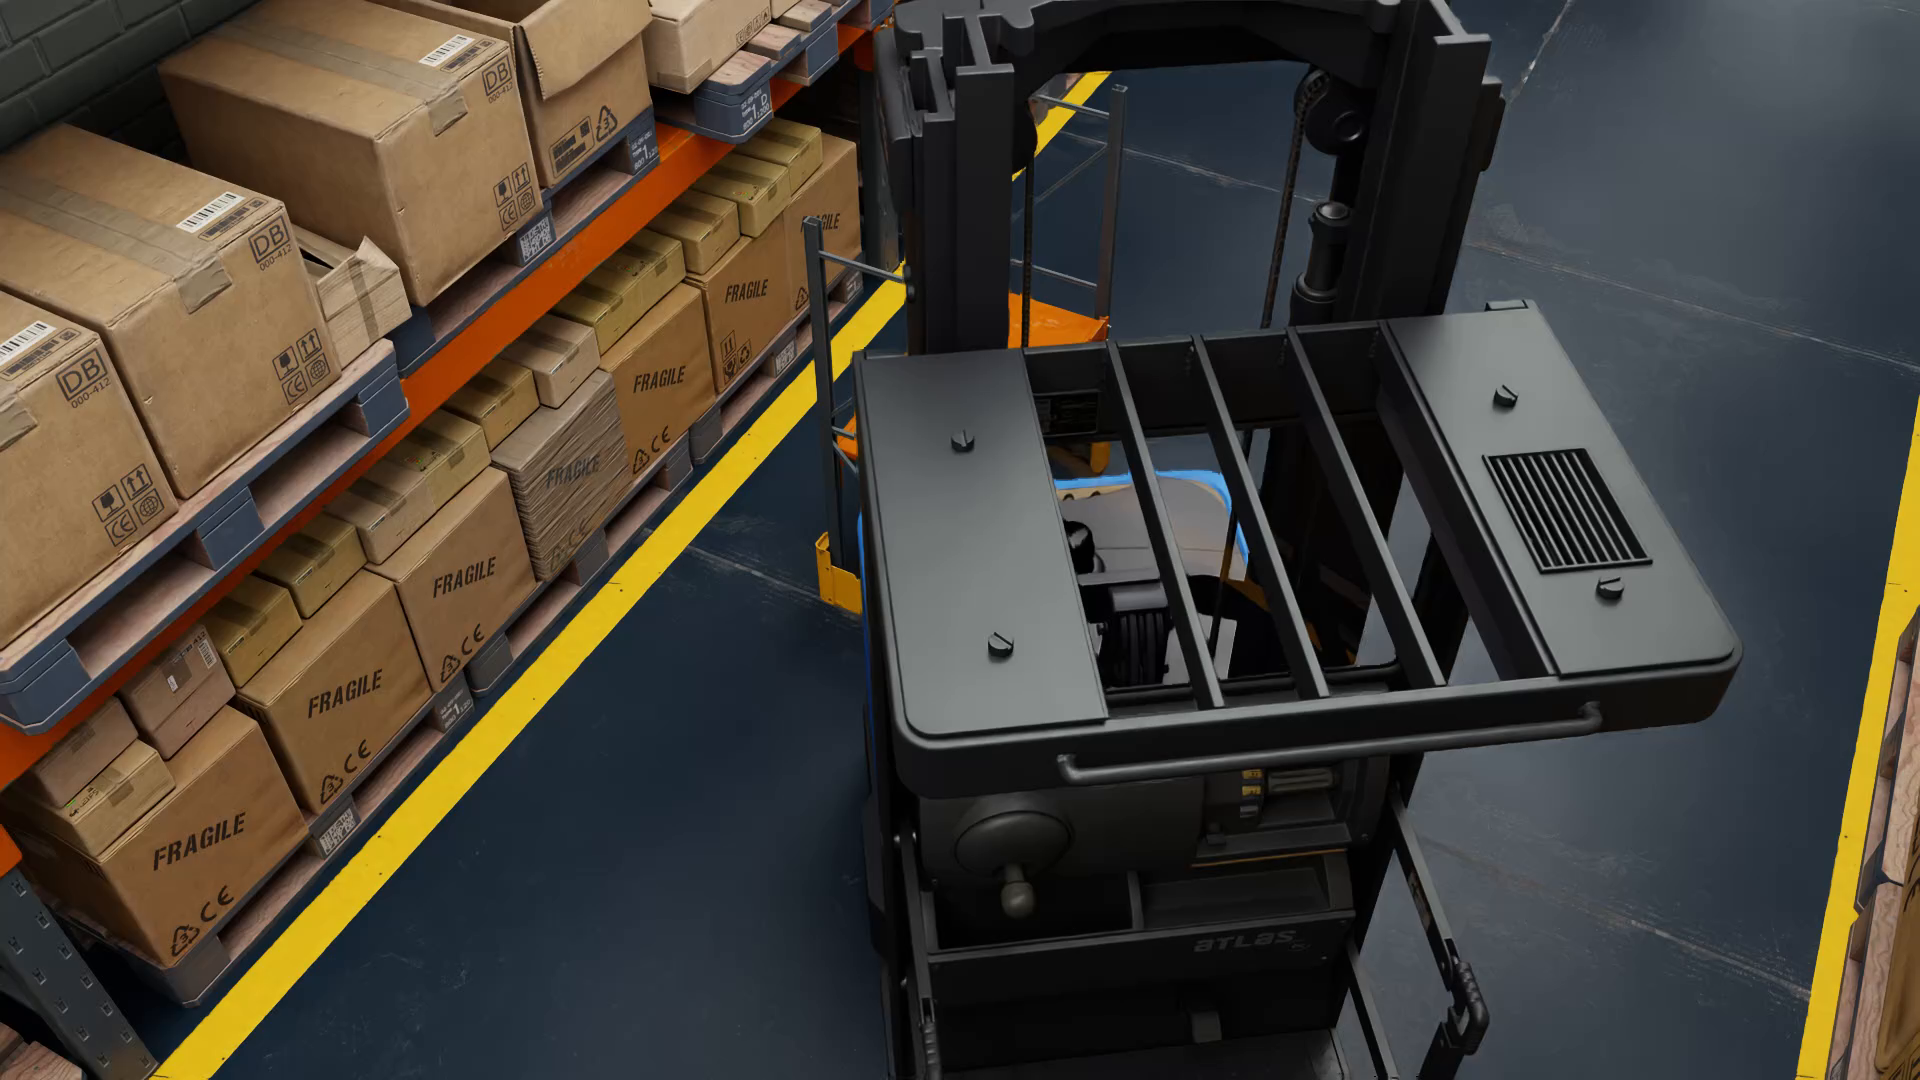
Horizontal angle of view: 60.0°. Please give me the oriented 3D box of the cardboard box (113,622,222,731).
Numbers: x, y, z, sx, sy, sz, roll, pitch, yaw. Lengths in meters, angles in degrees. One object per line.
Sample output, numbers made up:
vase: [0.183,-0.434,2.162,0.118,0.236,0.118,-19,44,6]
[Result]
cardboard box: [-2.097,0.286,4.155,0.380,0.149,0.250,18,48,17]

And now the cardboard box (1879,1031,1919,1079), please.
cardboard box: [2.450,1.452,3.404,0.875,0.875,0.875,22,49,20]

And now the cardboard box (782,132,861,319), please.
cardboard box: [-0.726,-1.246,6.335,0.500,0.500,0.500,22,49,20]

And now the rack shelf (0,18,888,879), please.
rack shelf: [-1.649,-0.802,4.939,1.077,0.370,4.000,20,49,19]

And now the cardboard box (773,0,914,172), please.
cardboard box: [-0.419,-2.016,7.008,0.875,0.625,0.625,22,49,20]

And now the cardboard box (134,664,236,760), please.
cardboard box: [-2.115,0.370,4.281,0.380,0.149,0.250,19,48,18]

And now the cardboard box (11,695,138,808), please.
cardboard box: [-2.229,0.445,3.998,0.380,0.149,0.250,20,49,18]

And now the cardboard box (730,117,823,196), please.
cardboard box: [-0.725,-1.417,6.048,0.380,0.149,0.250,18,48,17]

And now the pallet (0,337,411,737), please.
pallet: [-2.110,-0.195,3.968,1.003,0.211,1.213,20,49,19]

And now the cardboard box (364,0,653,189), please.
cardboard box: [-1.314,-1.409,4.666,0.797,0.503,0.637,19,48,18]

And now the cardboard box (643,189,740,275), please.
cardboard box: [-0.986,-1.083,5.718,0.380,0.149,0.250,19,48,18]

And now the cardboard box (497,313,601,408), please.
cardboard box: [-1.366,-0.591,5.231,0.380,0.149,0.250,18,48,17]

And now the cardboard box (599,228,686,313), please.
cardboard box: [-1.149,-0.932,5.568,0.380,0.149,0.250,22,49,20]

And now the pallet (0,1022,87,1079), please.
pallet: [-2.897,1.618,4.003,1.003,0.211,1.213,20,49,19]

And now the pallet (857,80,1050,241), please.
pallet: [-0.304,-1.840,7.420,1.003,0.211,1.213,20,49,19]

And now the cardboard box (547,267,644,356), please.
cardboard box: [-1.264,-0.775,5.413,0.380,0.149,0.250,20,49,18]

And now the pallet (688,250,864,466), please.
pallet: [-1.101,-0.877,6.468,1.003,0.211,1.213,20,49,19]

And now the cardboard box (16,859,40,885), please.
cardboard box: [-2.611,0.529,4.580,0.500,0.500,0.500,20,49,19]

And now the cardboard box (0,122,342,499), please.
cardboard box: [-1.914,-0.535,3.804,0.700,0.500,0.500,21,49,19]

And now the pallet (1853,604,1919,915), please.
pallet: [3.245,0.774,4.837,1.003,0.211,1.213,20,49,19]

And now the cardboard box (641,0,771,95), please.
cardboard box: [-0.924,-1.638,5.070,0.500,0.250,0.500,18,48,17]

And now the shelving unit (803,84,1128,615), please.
shelving unit: [0.035,-0.575,5.264,0.587,1.500,1.083,20,49,19]

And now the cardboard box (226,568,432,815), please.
cardboard box: [-1.915,0.367,4.740,0.500,0.500,0.500,20,49,19]

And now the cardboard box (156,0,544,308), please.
cardboard box: [-1.550,-1.029,4.293,0.700,0.500,0.500,20,49,19]

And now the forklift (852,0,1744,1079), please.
forklift: [0.409,0.602,3.094,1.130,2.935,3.031,-5,46,-5]

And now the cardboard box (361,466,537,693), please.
cardboard box: [-1.679,0.054,5.050,0.500,0.500,0.500,19,48,18]

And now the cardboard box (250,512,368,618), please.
cardboard box: [-1.891,0.027,4.620,0.380,0.149,0.250,20,49,18]

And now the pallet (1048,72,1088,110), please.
pallet: [0.264,-2.606,8.177,1.003,0.211,1.213,20,49,19]

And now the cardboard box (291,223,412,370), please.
cardboard box: [-1.593,-0.644,4.077,0.396,0.266,0.258,23,50,21]

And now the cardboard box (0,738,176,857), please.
cardboard box: [-2.175,0.570,4.084,0.380,0.149,0.250,23,50,21]

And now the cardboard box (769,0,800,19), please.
cardboard box: [-0.686,-1.834,5.335,0.380,0.149,0.250,21,49,20]

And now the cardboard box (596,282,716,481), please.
cardboard box: [-1.209,-0.604,5.700,0.500,0.500,0.500,22,49,21]

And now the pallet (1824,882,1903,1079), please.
pallet: [2.677,1.539,4.080,1.003,0.211,1.213,20,49,19]

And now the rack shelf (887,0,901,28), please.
rack shelf: [0.208,-3.322,7.430,1.077,0.370,4.000,20,49,19]

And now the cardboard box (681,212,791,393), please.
cardboard box: [-0.968,-0.934,6.027,0.500,0.500,0.500,20,49,18]

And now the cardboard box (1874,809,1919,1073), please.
cardboard box: [2.866,0.889,3.961,0.875,0.875,0.875,21,49,20]

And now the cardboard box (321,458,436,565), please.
cardboard box: [-1.742,-0.118,4.763,0.380,0.149,0.250,20,49,19]

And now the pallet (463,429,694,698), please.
pallet: [-1.668,-0.111,5.711,1.003,0.211,1.213,20,49,19]

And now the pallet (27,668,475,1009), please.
pallet: [-2.233,0.661,4.949,1.003,0.211,1.213,20,49,19]

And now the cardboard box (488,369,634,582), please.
cardboard box: [-1.433,-0.271,5.371,0.500,0.500,0.500,19,48,18]

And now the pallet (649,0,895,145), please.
pallet: [-0.973,-1.797,5.552,1.213,0.211,1.003,20,49,19]

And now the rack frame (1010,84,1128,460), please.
rack frame: [0.276,-0.901,5.586,0.500,1.500,0.032,20,49,19]

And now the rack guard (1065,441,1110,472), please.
rack guard: [0.267,-0.450,6.019,0.587,0.250,0.087,20,49,19]

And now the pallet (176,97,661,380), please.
pallet: [-1.619,-1.021,4.785,1.003,0.211,1.213,20,49,19]

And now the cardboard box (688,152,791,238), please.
cardboard box: [-0.825,-1.235,5.868,0.380,0.149,0.250,18,48,17]

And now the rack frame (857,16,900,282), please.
rack frame: [-0.721,-2.315,5.929,1.000,3.000,0.127,20,49,19]

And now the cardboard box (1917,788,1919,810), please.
cardboard box: [3.283,0.329,4.515,0.875,0.875,0.875,20,49,19]

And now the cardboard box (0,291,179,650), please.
cardboard box: [-2.155,-0.209,3.482,0.700,0.500,0.500,22,49,20]

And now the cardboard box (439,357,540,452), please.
cardboard box: [-1.525,-0.453,5.095,0.380,0.149,0.250,21,49,19]

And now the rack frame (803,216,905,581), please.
rack frame: [-0.196,-0.261,4.953,0.500,1.500,0.032,20,49,19]

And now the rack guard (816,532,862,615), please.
rack guard: [-0.196,0.178,5.398,0.587,0.250,0.087,20,49,19]

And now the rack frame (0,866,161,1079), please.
rack frame: [-2.577,0.205,3.438,1.000,3.000,0.127,20,49,19]

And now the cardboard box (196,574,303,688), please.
cardboard box: [-2.006,0.205,4.445,0.380,0.149,0.250,18,48,17]

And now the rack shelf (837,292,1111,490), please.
rack shelf: [0.040,-0.455,5.398,0.538,0.185,1.000,20,49,19]

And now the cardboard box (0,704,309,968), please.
cardboard box: [-2.153,0.706,4.406,0.500,0.500,0.500,22,49,21]

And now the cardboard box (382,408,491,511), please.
cardboard box: [-1.625,-0.273,4.917,0.380,0.149,0.250,22,49,20]
